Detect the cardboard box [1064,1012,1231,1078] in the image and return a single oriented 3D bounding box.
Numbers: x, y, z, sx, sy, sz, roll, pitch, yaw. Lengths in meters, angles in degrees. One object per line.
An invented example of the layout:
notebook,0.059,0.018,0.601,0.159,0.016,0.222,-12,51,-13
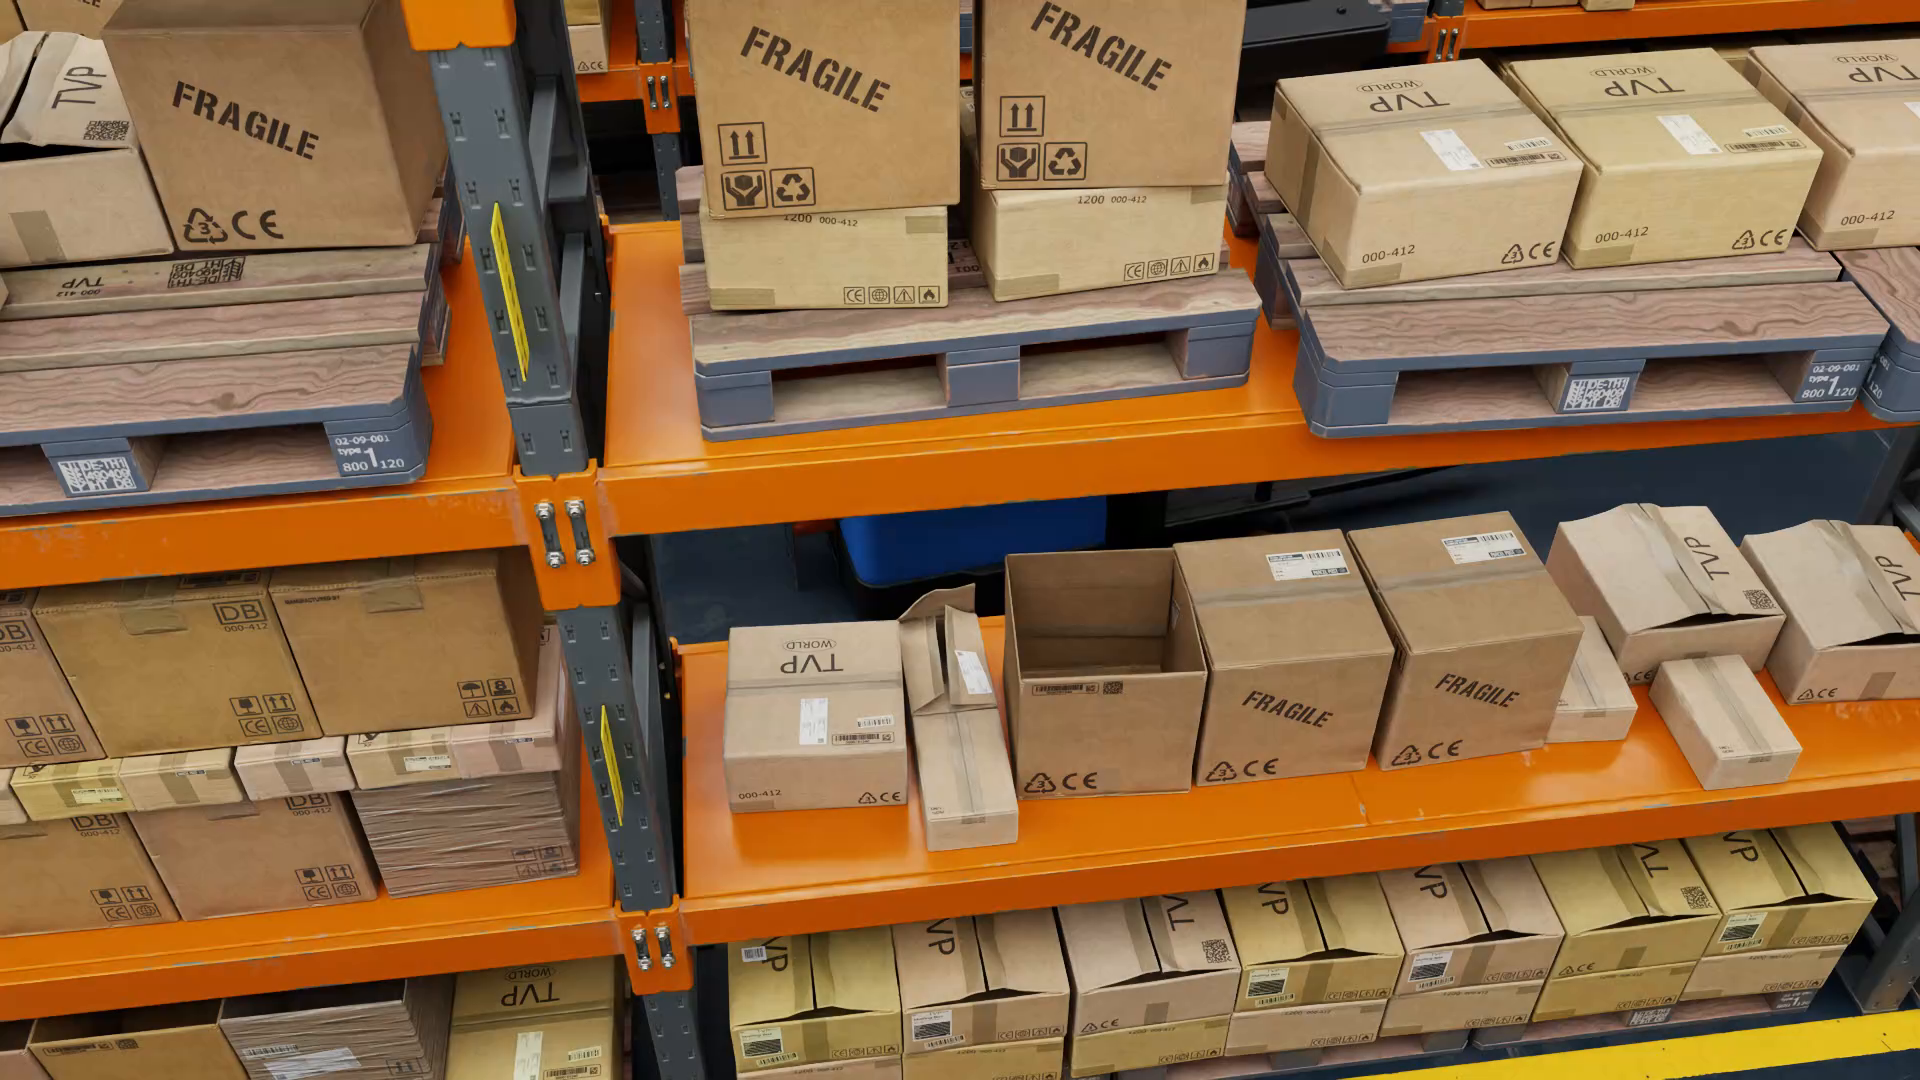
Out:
cardboard box,0.558,1.422,5.389,0.500,0.250,0.500,-6,42,-7

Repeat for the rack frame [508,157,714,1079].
rack frame,-0.894,0.518,4.652,0.127,3.000,1.000,-5,42,-6

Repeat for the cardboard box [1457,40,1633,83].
cardboard box,3.172,-2.454,9.237,0.750,0.750,0.750,-6,42,-6

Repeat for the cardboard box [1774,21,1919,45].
cardboard box,4.884,-2.602,9.402,0.750,0.750,0.750,-4,42,-4

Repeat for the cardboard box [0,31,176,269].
cardboard box,-1.963,-0.856,3.583,0.500,0.311,0.500,-7,43,-8

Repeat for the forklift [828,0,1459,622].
forklift,0.904,-1.262,6.676,3.031,2.935,1.130,-11,43,-12

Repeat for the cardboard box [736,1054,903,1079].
cardboard box,-0.462,1.512,5.288,0.500,0.250,0.500,-6,42,-7

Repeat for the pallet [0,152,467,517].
pallet,-1.736,-0.472,3.576,1.213,0.211,1.003,-5,42,-6

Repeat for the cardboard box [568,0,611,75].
cardboard box,-1.970,-2.481,8.074,0.500,0.250,0.500,-5,42,-5

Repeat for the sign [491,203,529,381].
sign,-0.821,-0.449,3.039,0.005,0.325,0.100,-5,42,-6

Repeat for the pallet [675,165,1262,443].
pallet,-0.021,-0.610,3.806,1.217,0.209,0.805,-7,42,-7

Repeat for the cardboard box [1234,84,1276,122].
cardboard box,1.719,-2.257,9.266,0.500,0.500,0.700,-4,42,-5

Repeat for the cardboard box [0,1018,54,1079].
cardboard box,-2.812,1.424,4.826,0.500,0.500,0.500,-5,42,-6

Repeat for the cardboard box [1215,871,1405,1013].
cardboard box,1.072,1.170,5.250,0.500,0.311,0.500,-4,42,-4

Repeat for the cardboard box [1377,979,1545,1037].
cardboard box,1.572,1.332,5.488,0.500,0.250,0.500,-4,42,-5

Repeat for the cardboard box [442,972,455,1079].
cardboard box,-1.823,1.605,5.186,0.500,0.250,0.500,-5,42,-6

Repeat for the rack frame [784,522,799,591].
rack frame,-0.734,-0.301,6.902,0.006,1.200,0.240,-11,43,-12

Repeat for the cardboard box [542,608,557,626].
cardboard box,-1.186,0.134,4.518,0.250,0.149,0.380,-5,42,-6

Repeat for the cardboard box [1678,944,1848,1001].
cardboard box,2.582,1.243,5.587,0.500,0.250,0.500,-4,42,-5

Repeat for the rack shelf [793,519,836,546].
rack shelf,-0.646,-0.106,7.112,0.180,0.103,0.258,-11,43,-12

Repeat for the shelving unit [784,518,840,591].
shelving unit,-0.646,-0.317,6.921,0.189,1.200,0.258,-11,43,-12

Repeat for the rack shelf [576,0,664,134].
rack shelf,-3.523,-2.331,8.347,4.000,0.370,1.077,-5,42,-6

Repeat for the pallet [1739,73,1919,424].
pallet,2.411,-0.755,3.964,1.003,0.211,1.213,-3,42,-4

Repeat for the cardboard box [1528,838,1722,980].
cardboard box,2.070,1.086,5.343,0.500,0.311,0.500,-6,42,-6

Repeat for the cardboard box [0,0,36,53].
cardboard box,-4.503,-2.533,7.571,0.500,0.500,0.500,-5,42,-5

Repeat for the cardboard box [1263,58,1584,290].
cardboard box,1.010,-0.822,3.696,0.500,0.250,0.500,-8,43,-9

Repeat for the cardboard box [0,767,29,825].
cardboard box,-2.395,0.515,4.096,0.250,0.149,0.380,-4,42,-4

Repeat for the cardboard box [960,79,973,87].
cardboard box,0.139,-2.449,8.918,0.500,0.250,0.500,-6,42,-7

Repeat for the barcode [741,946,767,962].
barcode,-0.587,1.180,4.738,0.075,0.075,0.001,-5,42,-6

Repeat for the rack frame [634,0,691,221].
rack frame,-1.540,-2.772,8.299,0.127,3.000,1.000,-5,42,-6

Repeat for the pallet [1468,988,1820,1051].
pallet,2.251,1.251,5.920,1.213,0.211,1.003,-5,42,-6

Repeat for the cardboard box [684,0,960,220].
cardboard box,-0.277,-1.002,3.336,0.500,0.500,0.500,-5,42,-5

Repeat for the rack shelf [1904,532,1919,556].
rack shelf,5.055,0.264,5.470,4.000,0.370,1.077,-5,42,-6

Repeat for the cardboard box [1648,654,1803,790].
cardboard box,2.216,0.525,4.831,0.250,0.149,0.380,-5,42,-6

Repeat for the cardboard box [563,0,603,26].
cardboard box,-1.969,-2.756,7.818,0.500,0.500,0.500,-5,42,-6

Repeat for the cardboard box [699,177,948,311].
cardboard box,-0.282,-0.744,3.609,0.500,0.250,0.500,-1,42,-1

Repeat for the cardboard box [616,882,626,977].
cardboard box,-1.393,1.222,5.611,0.500,0.250,0.500,-5,42,-6

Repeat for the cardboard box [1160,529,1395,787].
cardboard box,0.889,0.335,4.779,0.500,0.500,0.500,-5,42,-5

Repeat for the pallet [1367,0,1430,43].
pallet,1.733,-2.915,8.601,1.003,0.211,1.213,-5,42,-6

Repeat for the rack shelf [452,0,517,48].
rack shelf,1.089,-1.468,3.210,4.000,0.370,1.077,-5,42,-6

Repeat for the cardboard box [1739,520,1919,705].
cardboard box,2.706,0.206,5.064,0.500,0.311,0.500,-3,42,-3

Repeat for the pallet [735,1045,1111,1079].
pallet,-0.169,1.463,5.685,1.213,0.211,1.003,-5,42,-6

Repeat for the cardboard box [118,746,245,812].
cardboard box,-1.901,0.474,4.142,0.250,0.149,0.380,-5,42,-6

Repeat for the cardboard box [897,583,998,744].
cardboard box,-0.046,0.369,4.917,0.258,0.266,0.396,-6,42,-7

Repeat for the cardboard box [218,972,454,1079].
cardboard box,-1.823,1.325,4.936,0.500,0.500,0.500,-5,42,-6

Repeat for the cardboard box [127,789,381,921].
cardboard box,-1.855,0.573,4.515,0.500,0.500,0.700,-5,42,-6

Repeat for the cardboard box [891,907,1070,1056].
cardboard box,0.045,1.264,5.145,0.500,0.311,0.500,-5,42,-6

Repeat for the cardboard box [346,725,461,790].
cardboard box,-1.381,0.426,4.195,0.250,0.149,0.380,-6,42,-6

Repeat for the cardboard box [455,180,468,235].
cardboard box,-2.564,-1.890,8.859,0.500,0.500,0.500,-8,43,-9

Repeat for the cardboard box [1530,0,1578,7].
cardboard box,3.034,-2.924,8.640,0.250,0.149,0.380,-4,42,-5

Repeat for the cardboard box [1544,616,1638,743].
cardboard box,1.815,0.412,4.957,0.250,0.149,0.380,-2,42,-2

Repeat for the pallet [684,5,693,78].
pallet,-0.763,-2.670,8.329,1.213,0.211,1.003,-5,42,-6

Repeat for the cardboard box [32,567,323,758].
cardboard box,-1.834,0.086,4.087,0.500,0.500,0.700,-5,42,-6

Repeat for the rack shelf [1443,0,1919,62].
rack shelf,4.409,-3.026,9.117,4.000,0.370,1.077,-5,42,-6

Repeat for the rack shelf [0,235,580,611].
rack shelf,-2.877,-0.155,3.695,4.000,0.370,1.077,-5,42,-6

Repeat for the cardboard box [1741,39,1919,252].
cardboard box,2.112,-0.910,3.793,0.500,0.250,0.500,-4,42,-4
